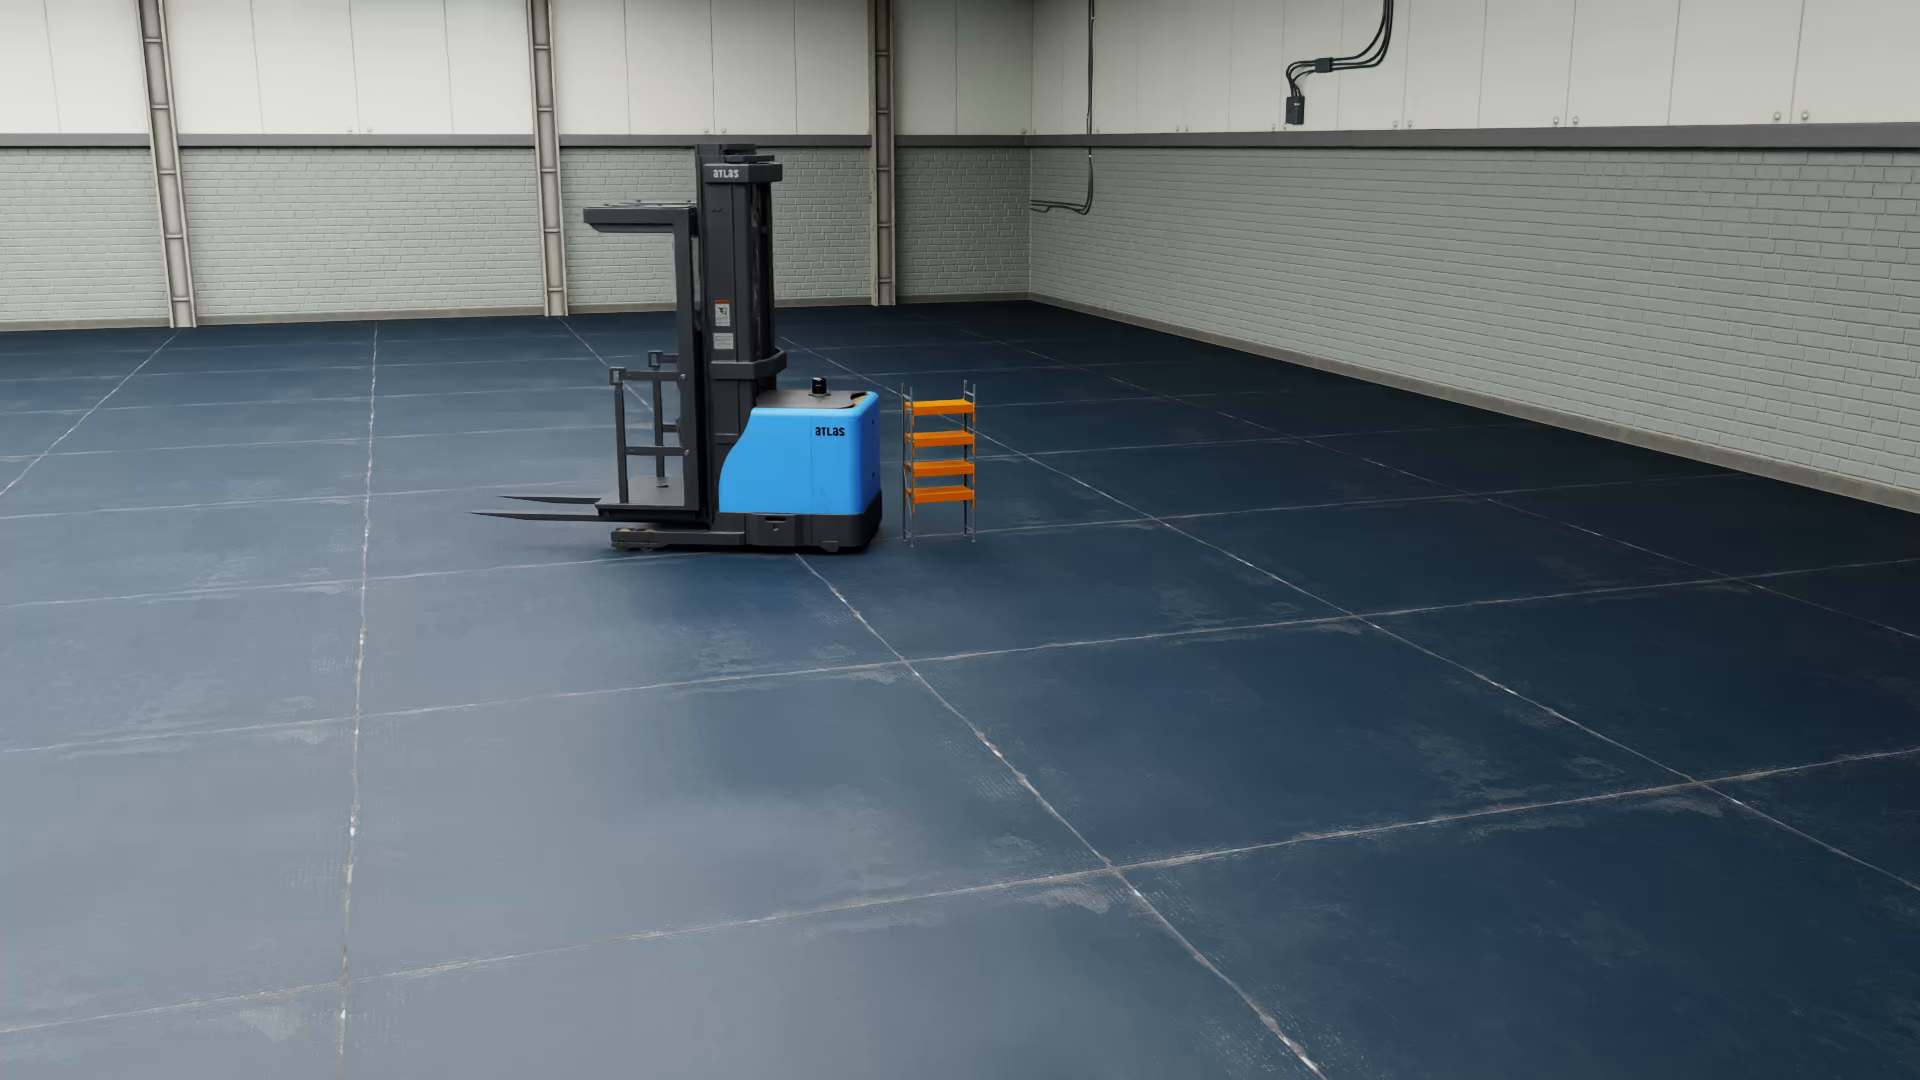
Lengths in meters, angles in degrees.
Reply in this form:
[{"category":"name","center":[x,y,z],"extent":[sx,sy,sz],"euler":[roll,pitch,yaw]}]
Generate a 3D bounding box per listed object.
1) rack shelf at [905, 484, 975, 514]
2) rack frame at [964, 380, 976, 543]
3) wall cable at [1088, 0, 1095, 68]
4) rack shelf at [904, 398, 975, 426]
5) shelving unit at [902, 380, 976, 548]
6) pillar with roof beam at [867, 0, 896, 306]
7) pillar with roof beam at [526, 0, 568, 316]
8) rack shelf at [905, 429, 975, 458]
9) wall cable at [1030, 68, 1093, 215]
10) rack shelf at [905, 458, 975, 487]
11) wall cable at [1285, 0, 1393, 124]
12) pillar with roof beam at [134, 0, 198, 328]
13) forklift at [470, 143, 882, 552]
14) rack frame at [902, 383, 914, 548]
[{"category":"rack shelf","center":[-0.157,-0.313,12.514],"extent":[0.480,0.148,0.258],"euler":[-4,14,-18]},{"category":"rack frame","center":[0.074,-0.590,12.528],"extent":[0.015,1.200,0.240],"euler":[-4,14,-18]},{"category":"wall cable","center":[2.640,-9.070,27.124],"extent":[0.112,2.526,3.097],"euler":[-4,14,-18]},{"category":"rack shelf","center":[-0.157,-0.954,12.362],"extent":[0.480,0.148,0.258],"euler":[-4,14,-18]},{"category":"shelving unit","center":[-0.157,-0.572,12.453],"extent":[0.503,1.200,0.258],"euler":[-4,14,-18]},{"category":"pillar with roof beam","center":[-0.064,-7.845,26.180],"extent":[0.400,9.000,9.100],"euler":[-4,14,-18]},{"category":"pillar with roof beam","center":[-5.751,-7.403,24.318],"extent":[0.400,9.000,9.100],"euler":[-4,14,-18]},{"category":"rack shelf","center":[-0.157,-0.724,12.416],"extent":[0.480,0.148,0.258],"euler":[-4,14,-18]},{"category":"wall cable","center":[1.777,-7.206,30.203],"extent":[0.112,2.526,3.097],"euler":[-4,14,-18]},{"category":"rack shelf","center":[-0.157,-0.506,12.468],"extent":[0.480,0.148,0.258],"euler":[-4,14,-18]},{"category":"wall cable","center":[4.790,-8.288,20.692],"extent":[0.169,6.003,2.305],"euler":[-4,14,-18]},{"category":"pillar with roof beam","center":[-11.437,-6.960,22.456],"extent":[0.400,9.000,9.100],"euler":[-4,14,-18]},{"category":"forklift","center":[-2.160,-1.458,12.438],"extent":[3.031,2.935,1.130],"euler":[1,13,5]},{"category":"rack frame","center":[-0.388,-0.553,12.377],"extent":[0.015,1.200,0.240],"euler":[-4,14,-18]}]
